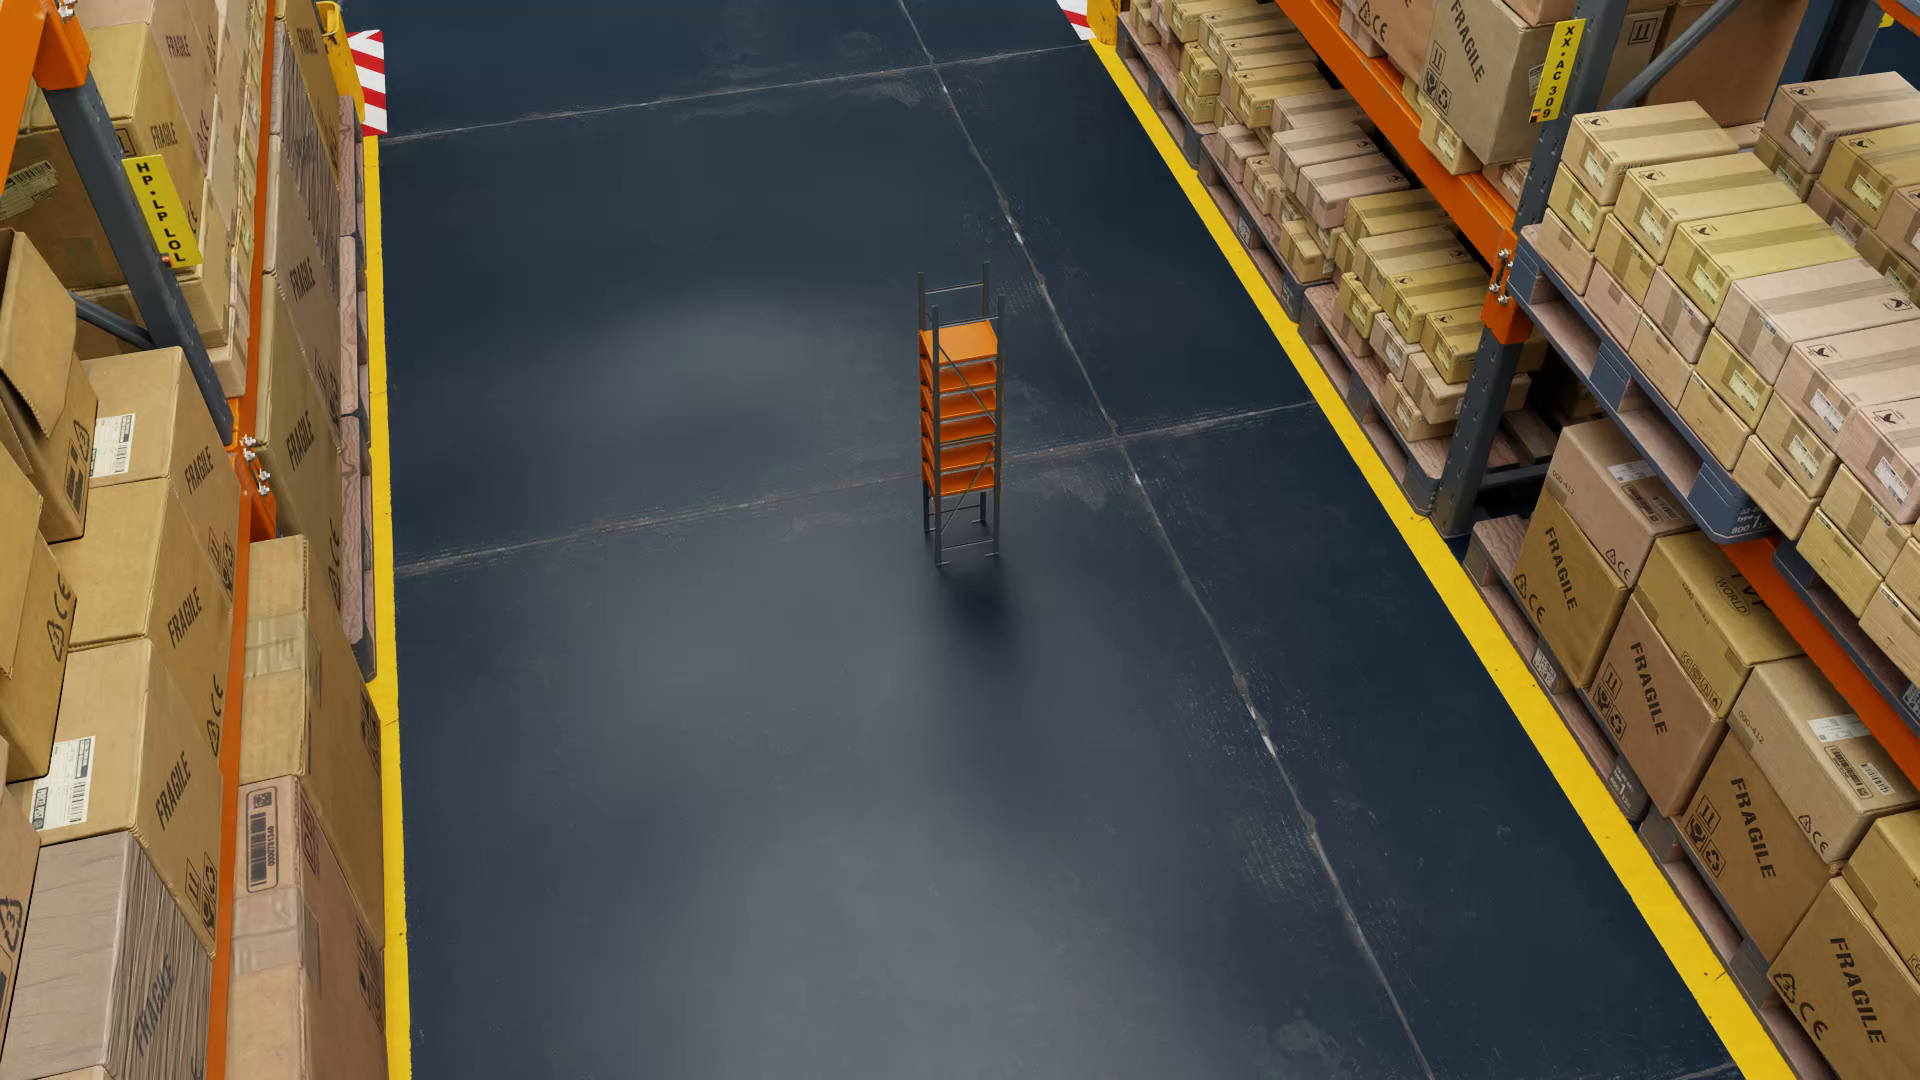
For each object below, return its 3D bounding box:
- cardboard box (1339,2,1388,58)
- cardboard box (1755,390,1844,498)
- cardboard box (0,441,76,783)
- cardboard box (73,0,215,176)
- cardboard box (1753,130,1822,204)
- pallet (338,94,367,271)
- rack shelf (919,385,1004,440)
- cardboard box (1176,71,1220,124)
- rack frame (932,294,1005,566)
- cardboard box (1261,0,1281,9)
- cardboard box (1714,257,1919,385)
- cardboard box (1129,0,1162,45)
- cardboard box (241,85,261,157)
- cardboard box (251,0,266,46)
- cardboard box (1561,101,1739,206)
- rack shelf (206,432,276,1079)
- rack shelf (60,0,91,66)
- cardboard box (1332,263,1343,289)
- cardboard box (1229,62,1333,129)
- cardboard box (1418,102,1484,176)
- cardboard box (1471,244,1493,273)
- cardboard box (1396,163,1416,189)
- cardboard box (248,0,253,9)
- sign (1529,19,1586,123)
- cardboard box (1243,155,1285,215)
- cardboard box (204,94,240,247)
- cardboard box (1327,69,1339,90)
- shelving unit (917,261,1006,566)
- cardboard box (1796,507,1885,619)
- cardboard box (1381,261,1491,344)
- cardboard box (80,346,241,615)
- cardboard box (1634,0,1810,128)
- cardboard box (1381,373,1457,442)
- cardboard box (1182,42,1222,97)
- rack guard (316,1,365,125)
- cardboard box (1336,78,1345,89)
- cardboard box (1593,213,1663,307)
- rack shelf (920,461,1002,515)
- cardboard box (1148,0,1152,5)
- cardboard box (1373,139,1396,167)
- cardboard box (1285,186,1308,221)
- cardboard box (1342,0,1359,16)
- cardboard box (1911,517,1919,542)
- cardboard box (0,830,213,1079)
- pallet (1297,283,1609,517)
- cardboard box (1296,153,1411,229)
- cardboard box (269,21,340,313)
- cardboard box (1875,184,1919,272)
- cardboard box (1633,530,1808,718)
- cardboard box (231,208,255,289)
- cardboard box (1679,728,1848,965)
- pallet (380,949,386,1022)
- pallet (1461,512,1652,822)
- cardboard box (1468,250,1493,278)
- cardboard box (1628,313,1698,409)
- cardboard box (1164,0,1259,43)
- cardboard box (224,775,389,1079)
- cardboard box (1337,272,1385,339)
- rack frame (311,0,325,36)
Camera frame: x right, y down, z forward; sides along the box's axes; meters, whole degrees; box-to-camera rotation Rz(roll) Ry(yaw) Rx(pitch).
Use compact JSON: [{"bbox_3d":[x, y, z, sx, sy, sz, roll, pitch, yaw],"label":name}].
[{"bbox_3d":[1.660,-1.964,6.251,0.380,0.149,0.250,-13,47,-12],"label":"cardboard box"},{"bbox_3d":[2.212,-0.265,4.083,0.380,0.149,0.250,-9,46,-9],"label":"cardboard box"},{"bbox_3d":[-2.202,0.187,3.194,0.797,0.503,0.637,-10,46,-10],"label":"cardboard box"},{"bbox_3d":[-2.532,-1.376,4.870,0.500,0.500,0.500,-11,47,-10],"label":"cardboard box"},{"bbox_3d":[2.575,-1.104,4.906,0.380,0.149,0.250,-9,46,-9],"label":"cardboard box"},{"bbox_3d":[-3.282,-1.591,7.661,1.003,0.211,1.213,-11,47,-10],"label":"pallet"},{"bbox_3d":[0.004,-0.463,5.758,0.258,0.103,0.180,-11,47,-10],"label":"rack shelf"},{"bbox_3d":[1.259,-2.138,7.947,0.380,0.149,0.250,-10,46,-10],"label":"cardboard box"},{"bbox_3d":[0.027,-0.347,5.750,0.240,1.200,0.006,-11,47,-10],"label":"rack frame"},{"bbox_3d":[1.684,-2.692,8.282,0.380,0.149,0.250,-12,47,-11],"label":"cardboard box"},{"bbox_3d":[2.141,-0.549,4.153,0.380,0.149,0.250,-11,47,-11],"label":"cardboard box"},{"bbox_3d":[1.083,-2.670,8.469,0.380,0.149,0.250,-10,46,-10],"label":"cardboard box"},{"bbox_3d":[-2.625,-1.415,5.712,0.380,0.149,0.250,-10,46,-10],"label":"cardboard box"},{"bbox_3d":[-2.823,-1.947,6.234,0.380,0.149,0.250,-11,47,-10],"label":"cardboard box"},{"bbox_3d":[1.939,-1.091,4.684,0.380,0.149,0.250,-9,46,-8],"label":"cardboard box"},{"bbox_3d":[-2.026,1.290,3.389,1.077,0.370,4.000,-11,47,-10],"label":"rack shelf"},{"bbox_3d":[-3.050,-2.522,5.024,1.077,0.370,4.000,-11,47,-10],"label":"rack shelf"},{"bbox_3d":[1.787,-1.107,6.937,0.380,0.149,0.250,-12,47,-11],"label":"cardboard box"},{"bbox_3d":[1.420,-1.970,7.366,0.380,0.149,0.250,-10,46,-10],"label":"cardboard box"},{"bbox_3d":[1.812,-1.404,5.702,0.380,0.149,0.250,-12,47,-11],"label":"cardboard box"},{"bbox_3d":[2.269,-1.180,6.591,0.380,0.149,0.250,-11,47,-11],"label":"cardboard box"},{"bbox_3d":[2.133,-1.629,7.240,0.380,0.149,0.250,-11,47,-11],"label":"cardboard box"},{"bbox_3d":[-2.922,-2.168,6.171,0.500,0.250,0.500,-12,47,-12],"label":"cardboard box"},{"bbox_3d":[1.760,-1.378,4.894,0.100,0.325,0.005,-11,47,-10],"label":"sign"},{"bbox_3d":[1.492,-1.605,7.425,0.380,0.149,0.250,-11,47,-10],"label":"cardboard box"},{"bbox_3d":[-2.528,-1.111,5.135,0.500,0.250,0.500,-11,47,-11],"label":"cardboard box"},{"bbox_3d":[1.949,-2.169,7.769,0.380,0.149,0.250,-10,46,-10],"label":"cardboard box"},{"bbox_3d":[0.004,-0.410,5.812,0.258,1.200,0.189,-11,47,-10],"label":"shelving unit"},{"bbox_3d":[2.278,0.018,4.014,0.380,0.149,0.250,-11,47,-11],"label":"cardboard box"},{"bbox_3d":[1.836,-0.904,6.322,0.380,0.149,0.250,-10,46,-10],"label":"cardboard box"},{"bbox_3d":[-2.154,-0.105,4.182,0.500,0.500,0.500,-11,47,-10],"label":"cardboard box"},{"bbox_3d":[2.399,-1.707,5.544,0.500,0.500,0.500,-11,47,-11],"label":"cardboard box"},{"bbox_3d":[1.853,-0.537,6.379,0.380,0.149,0.250,-10,46,-10],"label":"cardboard box"},{"bbox_3d":[1.269,-2.237,7.836,0.380,0.149,0.250,-9,46,-9],"label":"cardboard box"},{"bbox_3d":[-3.568,-2.246,8.101,1.175,0.500,0.348,-11,47,-10],"label":"rack guard"},{"bbox_3d":[1.925,-2.072,7.466,0.380,0.149,0.250,-12,47,-12],"label":"cardboard box"},{"bbox_3d":[2.007,-0.808,4.616,0.380,0.149,0.250,-12,47,-11],"label":"cardboard box"},{"bbox_3d":[0.004,-0.211,6.015,0.258,0.103,0.180,-11,47,-10],"label":"rack shelf"},{"bbox_3d":[1.144,-2.786,8.374,0.380,0.149,0.250,-9,46,-9],"label":"cardboard box"},{"bbox_3d":[1.987,-1.695,7.513,0.380,0.149,0.250,-9,46,-9],"label":"cardboard box"},{"bbox_3d":[1.625,-1.511,7.124,0.380,0.149,0.250,-13,47,-12],"label":"cardboard box"},{"bbox_3d":[1.628,-2.304,6.129,0.500,0.500,0.500,-11,47,-11],"label":"cardboard box"},{"bbox_3d":[2.343,-0.013,3.628,0.380,0.149,0.250,-9,46,-9],"label":"cardboard box"},{"bbox_3d":[-1.770,0.944,3.154,0.500,0.500,0.500,-11,47,-10],"label":"cardboard box"},{"bbox_3d":[2.076,-0.661,6.750,1.003,0.211,1.213,-11,47,-10],"label":"pallet"},{"bbox_3d":[1.616,-1.438,6.845,0.380,0.149,0.250,-13,47,-12],"label":"cardboard box"},{"bbox_3d":[-3.088,-1.452,6.767,0.875,0.875,0.875,-11,47,-10],"label":"cardboard box"},{"bbox_3d":[2.708,-0.842,4.440,0.380,0.149,0.250,-12,47,-12],"label":"cardboard box"},{"bbox_3d":[2.355,0.211,4.874,0.500,0.250,0.500,-10,46,-9],"label":"cardboard box"},{"bbox_3d":[-2.428,-0.883,5.191,0.380,0.149,0.250,-9,46,-9],"label":"cardboard box"},{"bbox_3d":[2.499,0.831,4.792,0.500,0.500,0.500,-10,46,-10],"label":"cardboard box"},{"bbox_3d":[-2.268,1.152,4.973,1.003,0.211,1.213,-11,47,-10],"label":"pallet"},{"bbox_3d":[2.483,0.333,5.775,1.003,0.211,1.213,-11,47,-10],"label":"pallet"},{"bbox_3d":[2.250,-1.062,6.684,0.380,0.149,0.250,-11,47,-11],"label":"cardboard box"},{"bbox_3d":[2.076,-0.519,4.540,0.380,0.149,0.250,-10,46,-10],"label":"cardboard box"},{"bbox_3d":[1.192,-2.509,7.894,0.380,0.149,0.250,-11,47,-10],"label":"cardboard box"},{"bbox_3d":[-2.125,1.309,4.061,1.225,0.875,0.875,-12,47,-12],"label":"cardboard box"},{"bbox_3d":[1.728,-0.959,6.583,0.380,0.149,0.250,-12,47,-12],"label":"cardboard box"},{"bbox_3d":[-3.562,-3.104,7.192,1.000,3.000,0.127,-11,47,-10],"label":"rack frame"}]
